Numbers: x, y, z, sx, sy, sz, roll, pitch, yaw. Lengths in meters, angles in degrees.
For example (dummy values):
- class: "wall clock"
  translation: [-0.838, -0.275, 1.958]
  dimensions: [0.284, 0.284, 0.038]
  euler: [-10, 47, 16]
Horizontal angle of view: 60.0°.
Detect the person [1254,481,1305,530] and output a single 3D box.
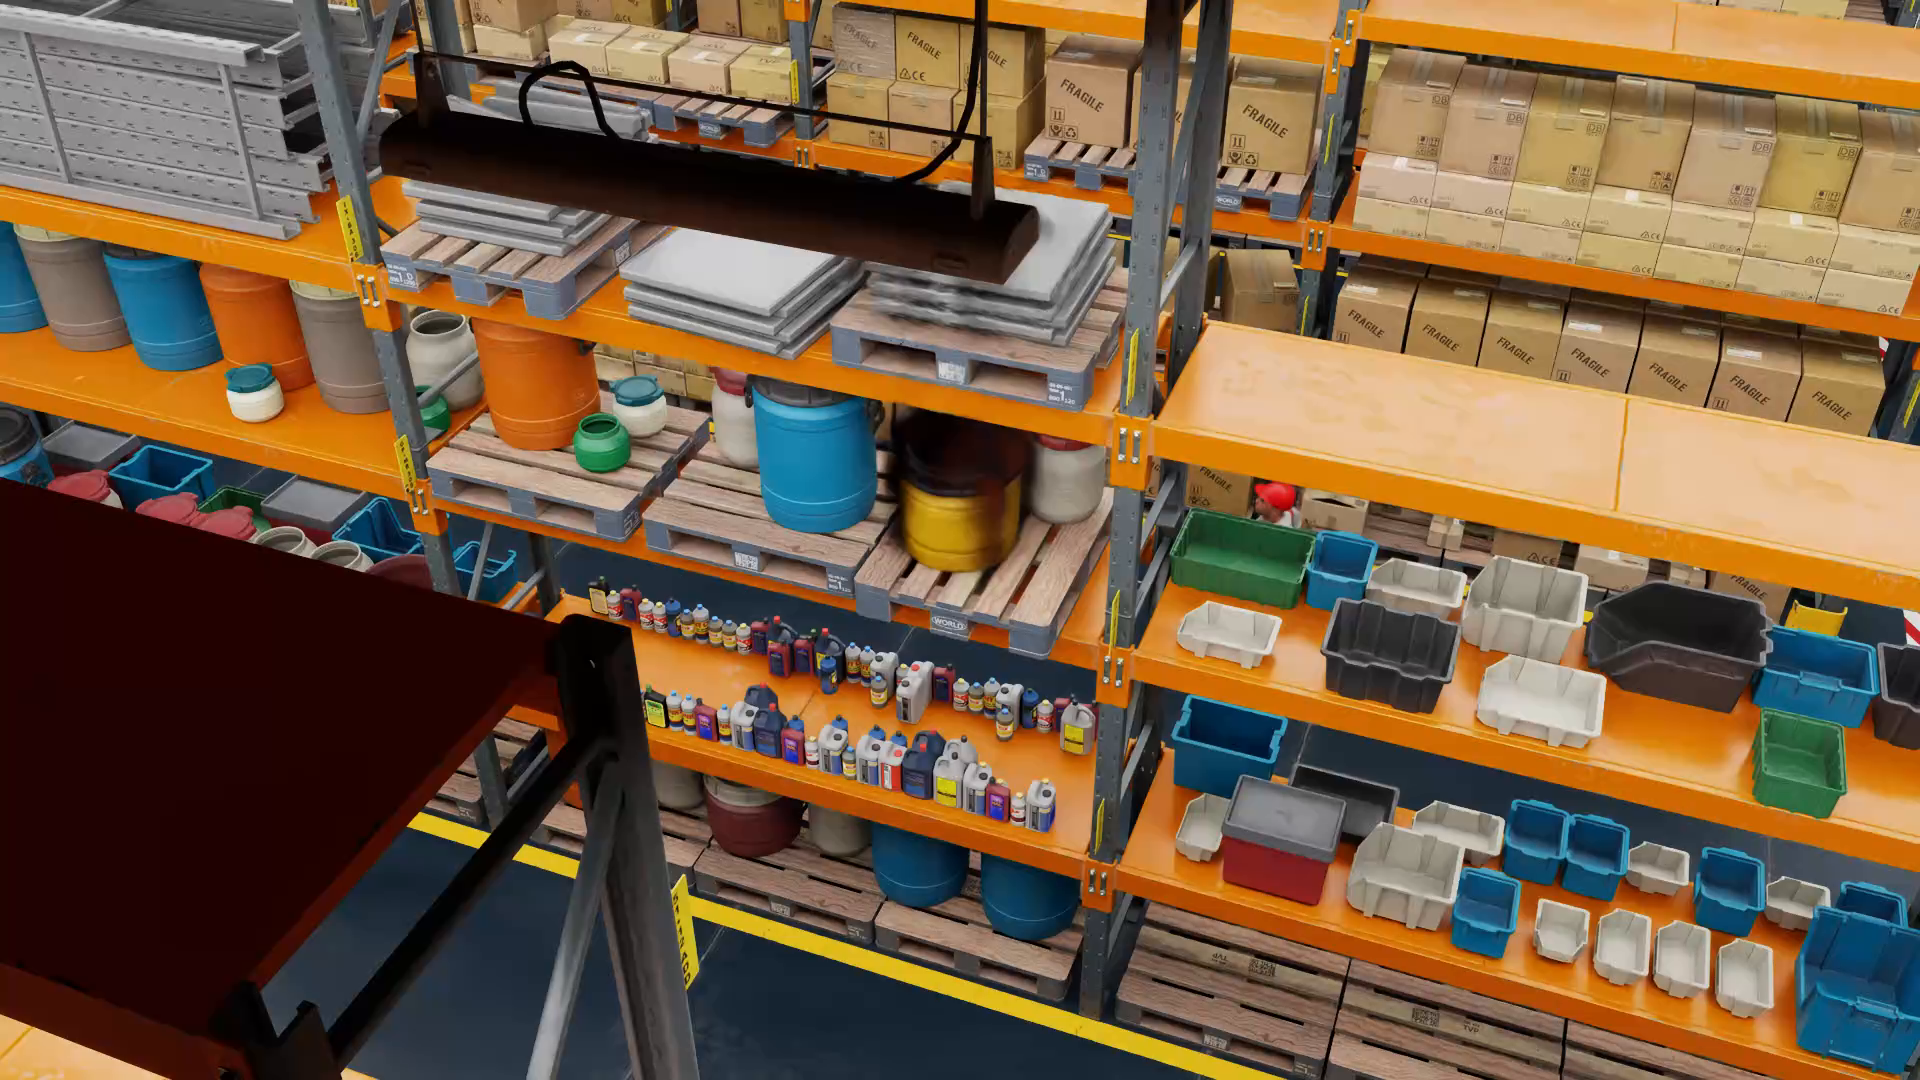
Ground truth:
- class: "person"
  translation: [2.033, 0.318, 11.462]
  dimensions: [0.699, 1.782, 0.647]
  euler: [5, 37, 7]
